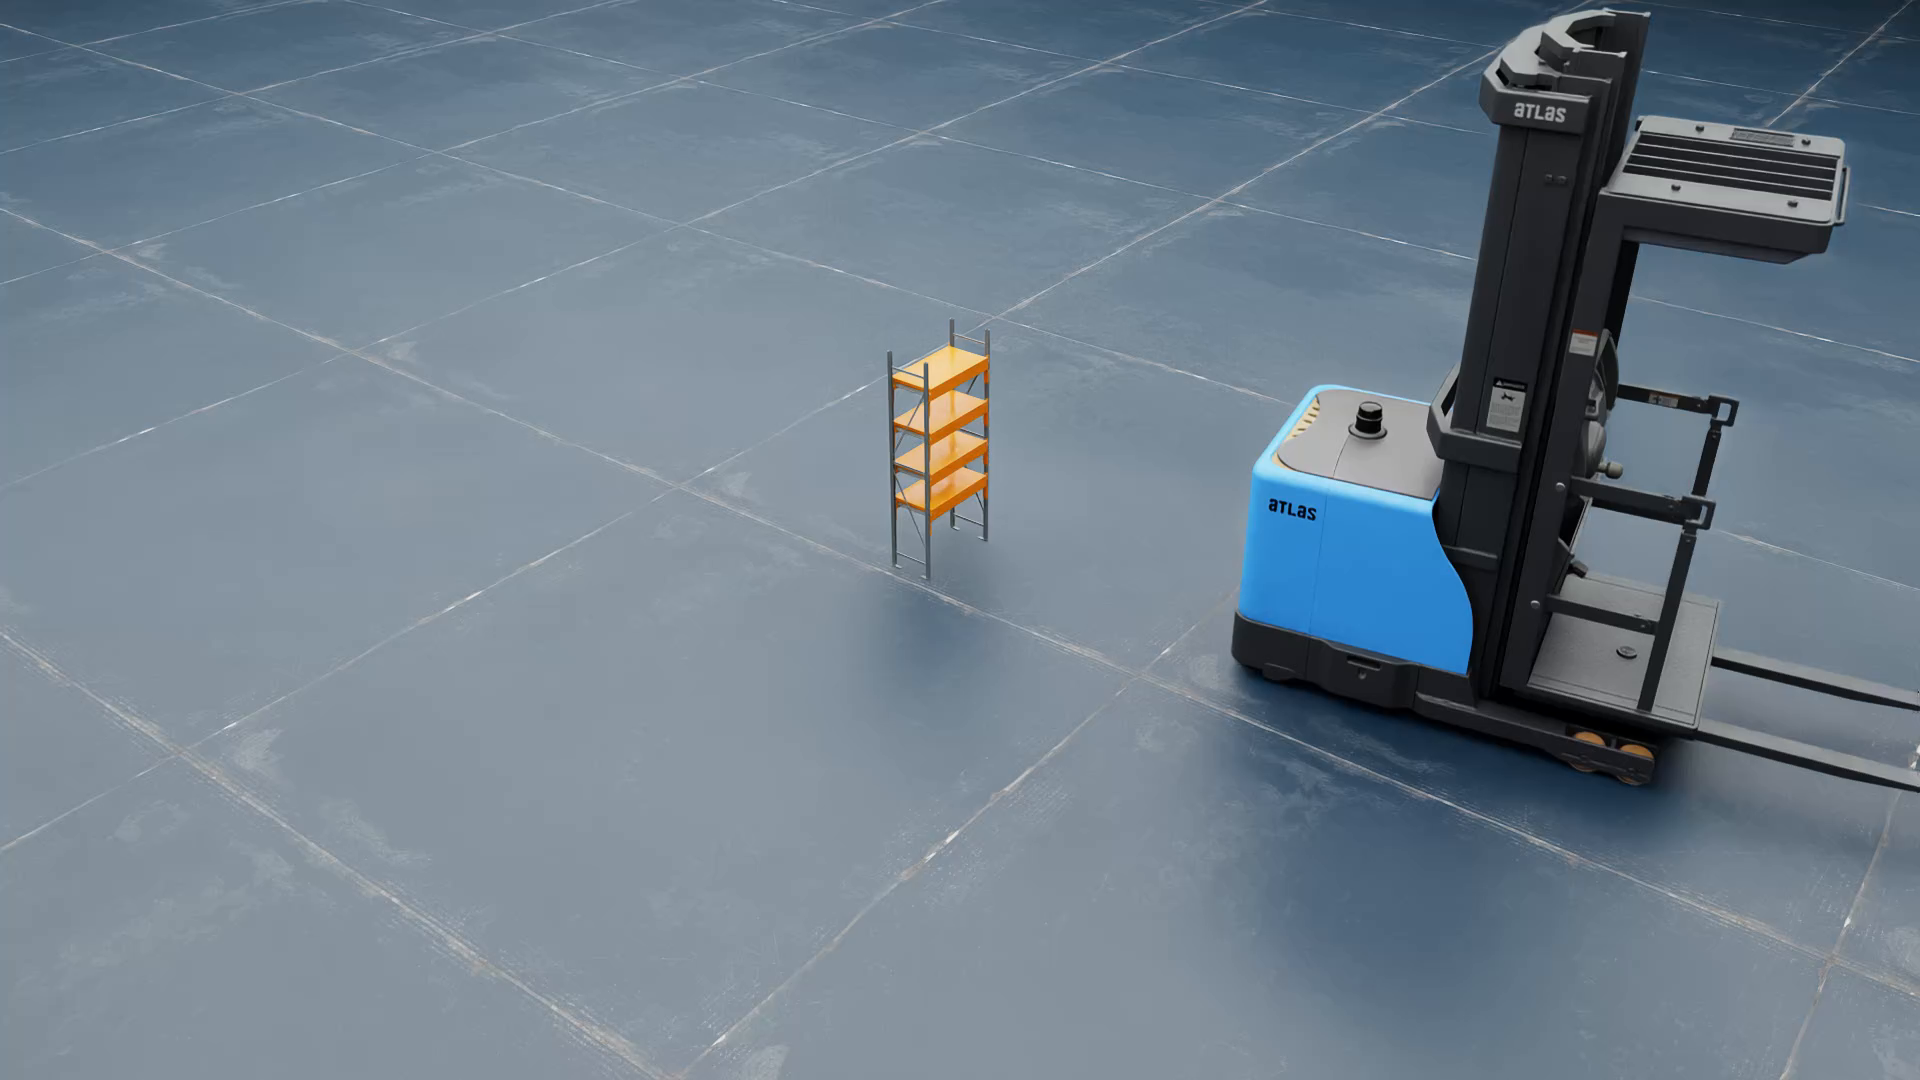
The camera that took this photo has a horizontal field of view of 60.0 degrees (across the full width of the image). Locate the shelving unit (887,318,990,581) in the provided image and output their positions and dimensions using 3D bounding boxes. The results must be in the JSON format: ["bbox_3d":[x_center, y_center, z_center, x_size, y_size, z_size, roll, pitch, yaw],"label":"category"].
[{"bbox_3d":[-0.100,-0.449,8.331,0.258,1.200,0.503,21,37,31],"label":"shelving unit"}]

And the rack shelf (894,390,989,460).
[{"bbox_3d":[-0.100,-0.583,8.251,0.258,0.148,0.480,21,37,31],"label":"rack shelf"}]

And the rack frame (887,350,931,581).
[{"bbox_3d":[-0.247,-0.350,8.163,0.240,1.200,0.015,21,37,31],"label":"rack frame"}]

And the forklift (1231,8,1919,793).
[{"bbox_3d":[2.812,-0.540,6.786,3.031,2.935,1.130,14,34,23],"label":"forklift"}]

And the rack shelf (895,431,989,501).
[{"bbox_3d":[-0.100,-0.391,8.365,0.258,0.148,0.480,21,37,31],"label":"rack shelf"}]

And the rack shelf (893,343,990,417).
[{"bbox_3d":[-0.100,-0.787,8.130,0.258,0.148,0.480,21,37,31],"label":"rack shelf"}]

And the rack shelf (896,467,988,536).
[{"bbox_3d":[-0.100,-0.220,8.466,0.258,0.148,0.480,21,37,31],"label":"rack shelf"}]

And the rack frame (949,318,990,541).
[{"bbox_3d":[0.047,-0.548,8.498,0.240,1.200,0.015,21,37,31],"label":"rack frame"}]
